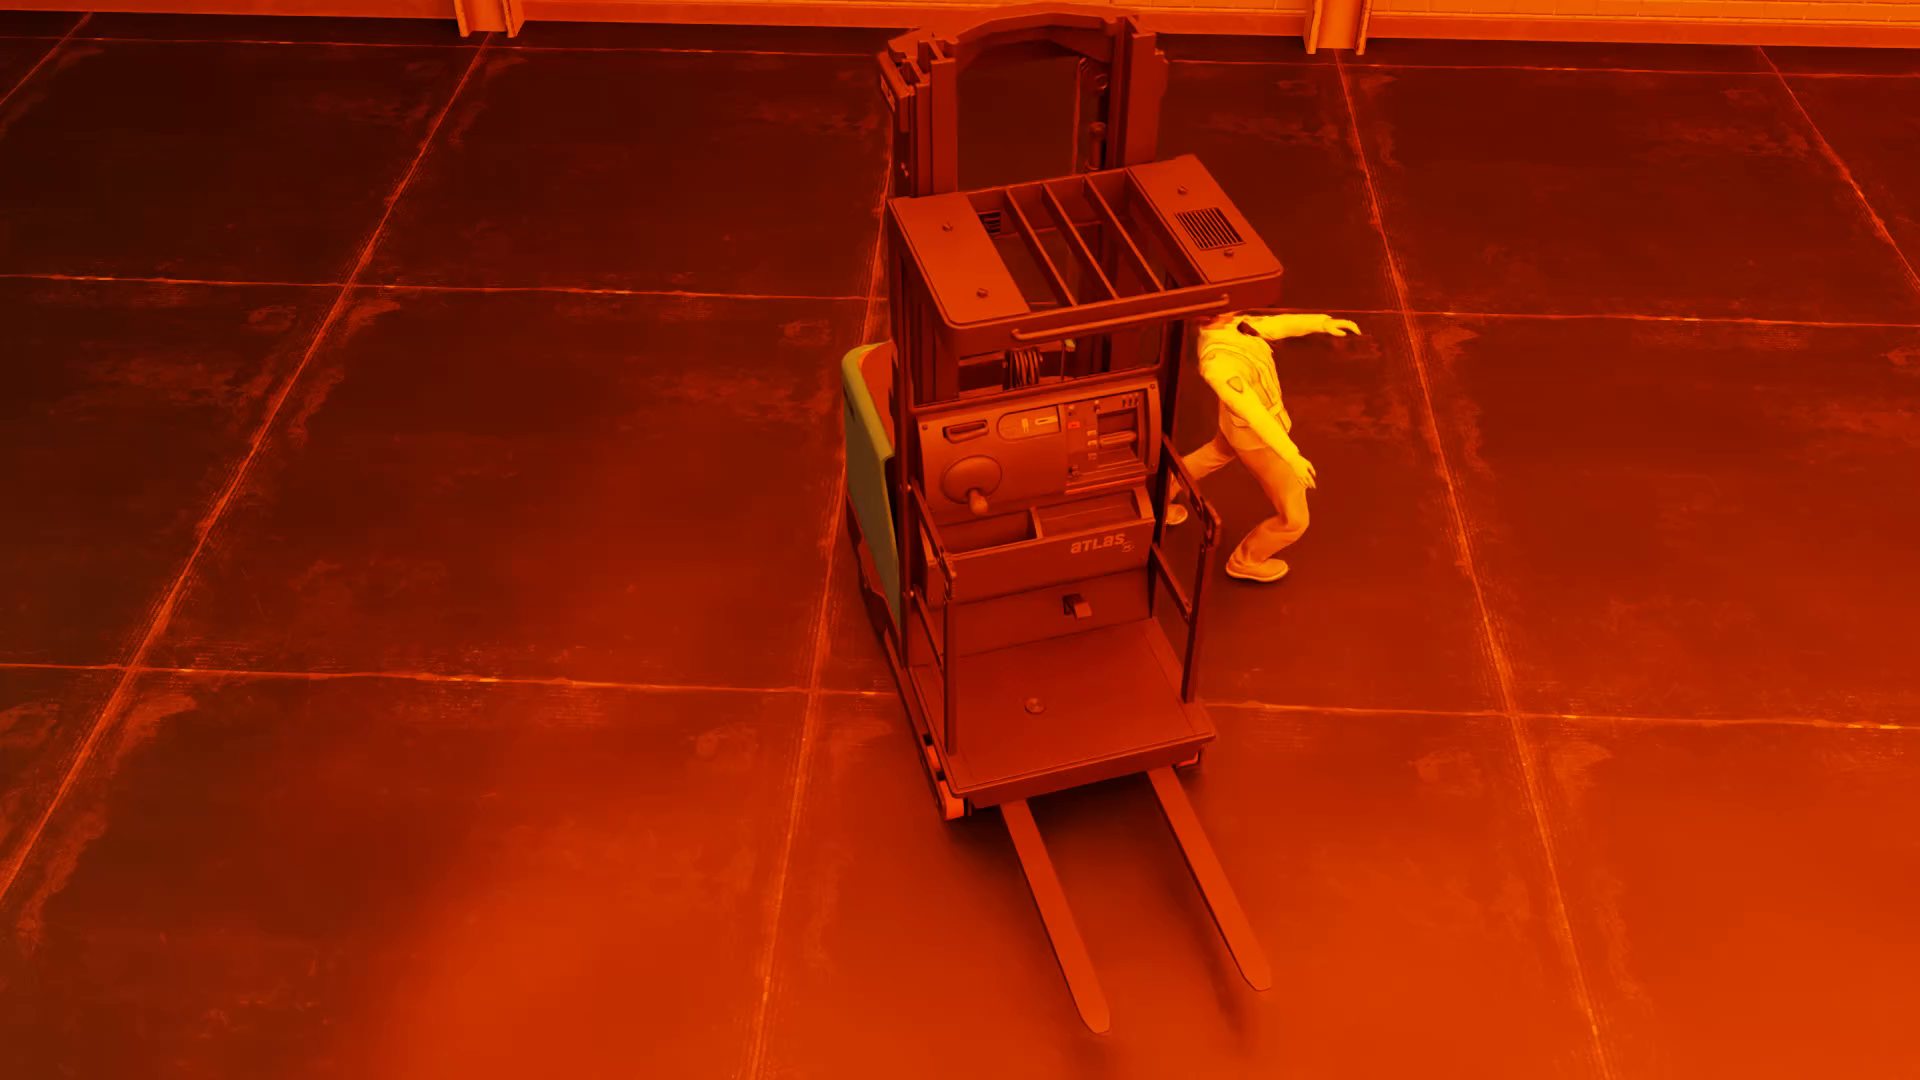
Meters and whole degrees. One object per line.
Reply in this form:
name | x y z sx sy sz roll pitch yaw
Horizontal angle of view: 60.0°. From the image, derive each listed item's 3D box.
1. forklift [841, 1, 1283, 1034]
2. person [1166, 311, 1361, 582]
forklift | 0.364 -0.260 6.027 1.130 2.935 3.031 -11 44 -12
person | 1.291 -0.432 7.258 0.788 1.476 0.885 -7 43 -8
